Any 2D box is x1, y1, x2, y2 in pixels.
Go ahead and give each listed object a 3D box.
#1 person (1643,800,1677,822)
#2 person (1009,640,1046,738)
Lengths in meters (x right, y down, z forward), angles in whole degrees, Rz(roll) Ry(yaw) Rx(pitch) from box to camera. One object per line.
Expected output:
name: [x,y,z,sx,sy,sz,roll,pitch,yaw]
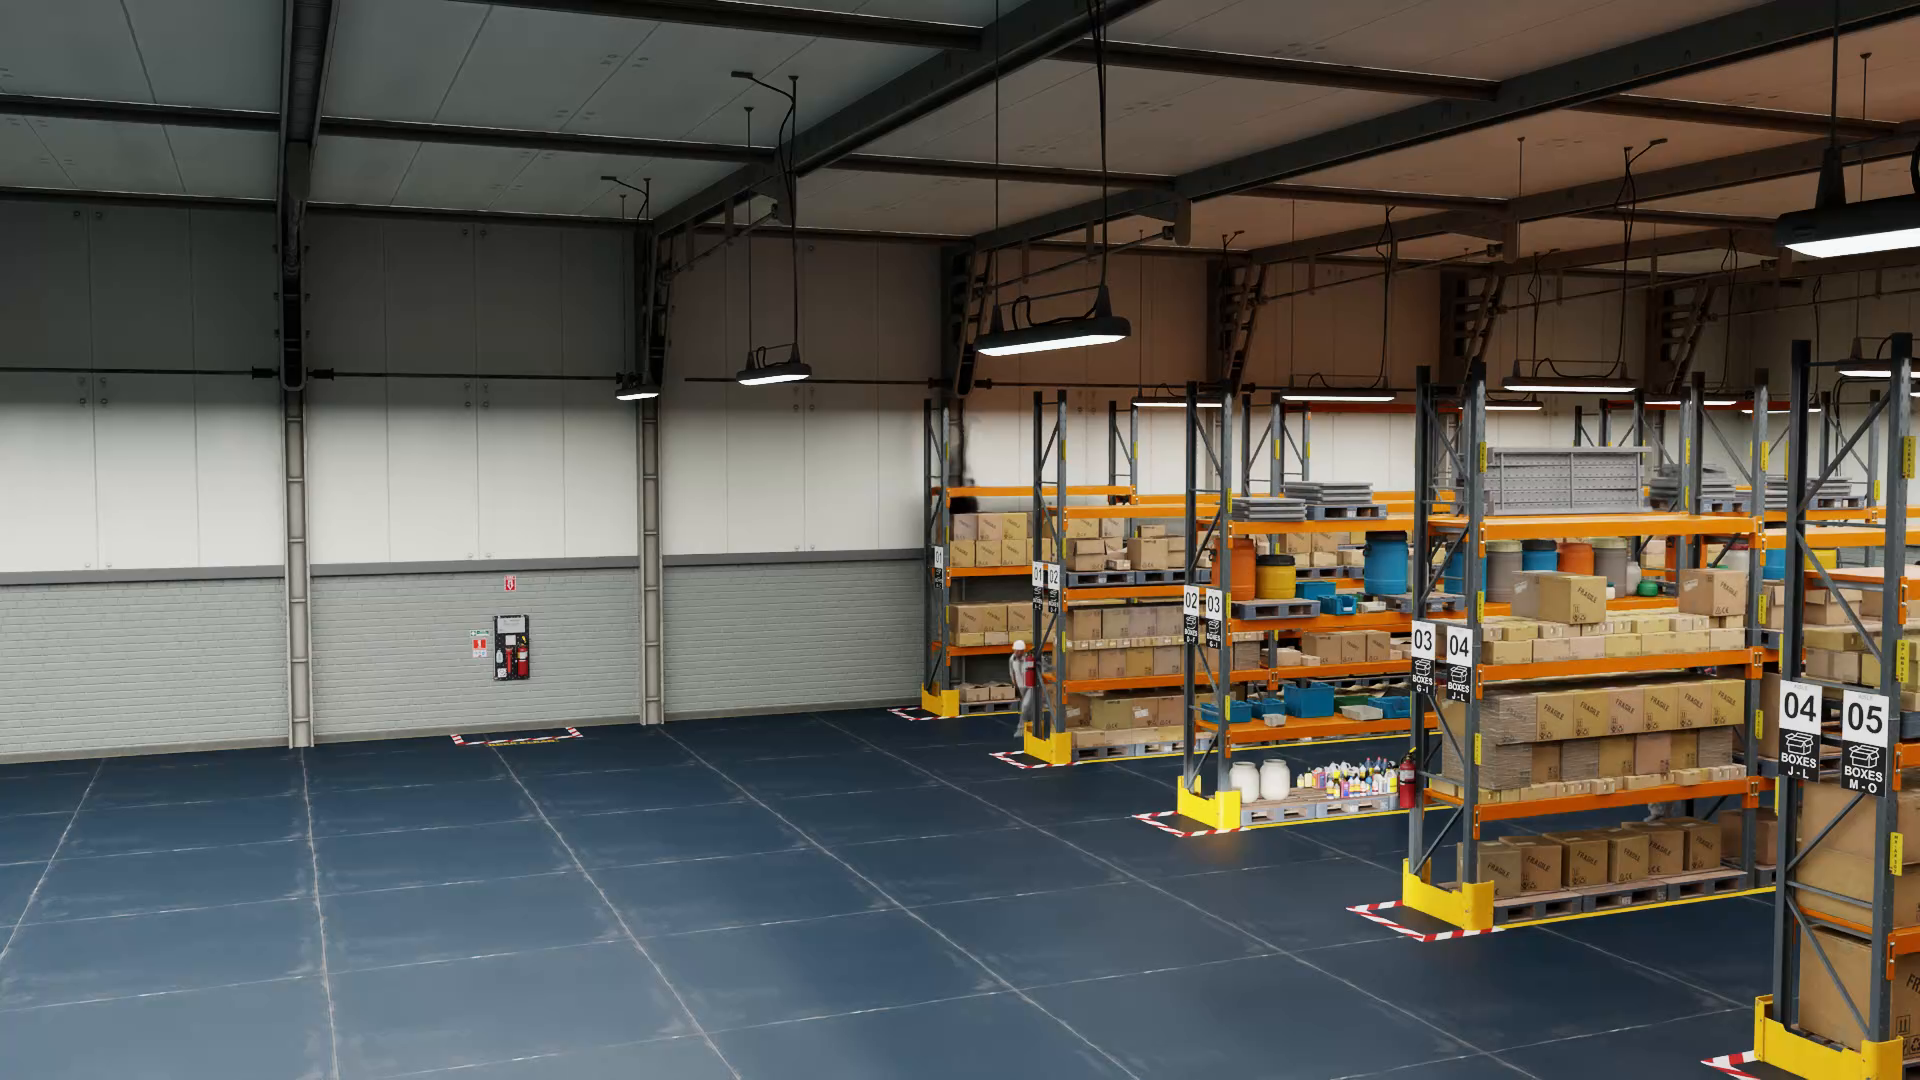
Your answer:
person: [9.391,2.970,22.548,0.592,1.743,0.653,-2,4,-25]
person: [1.228,2.602,29.477,0.662,1.731,1.046,2,4,28]
